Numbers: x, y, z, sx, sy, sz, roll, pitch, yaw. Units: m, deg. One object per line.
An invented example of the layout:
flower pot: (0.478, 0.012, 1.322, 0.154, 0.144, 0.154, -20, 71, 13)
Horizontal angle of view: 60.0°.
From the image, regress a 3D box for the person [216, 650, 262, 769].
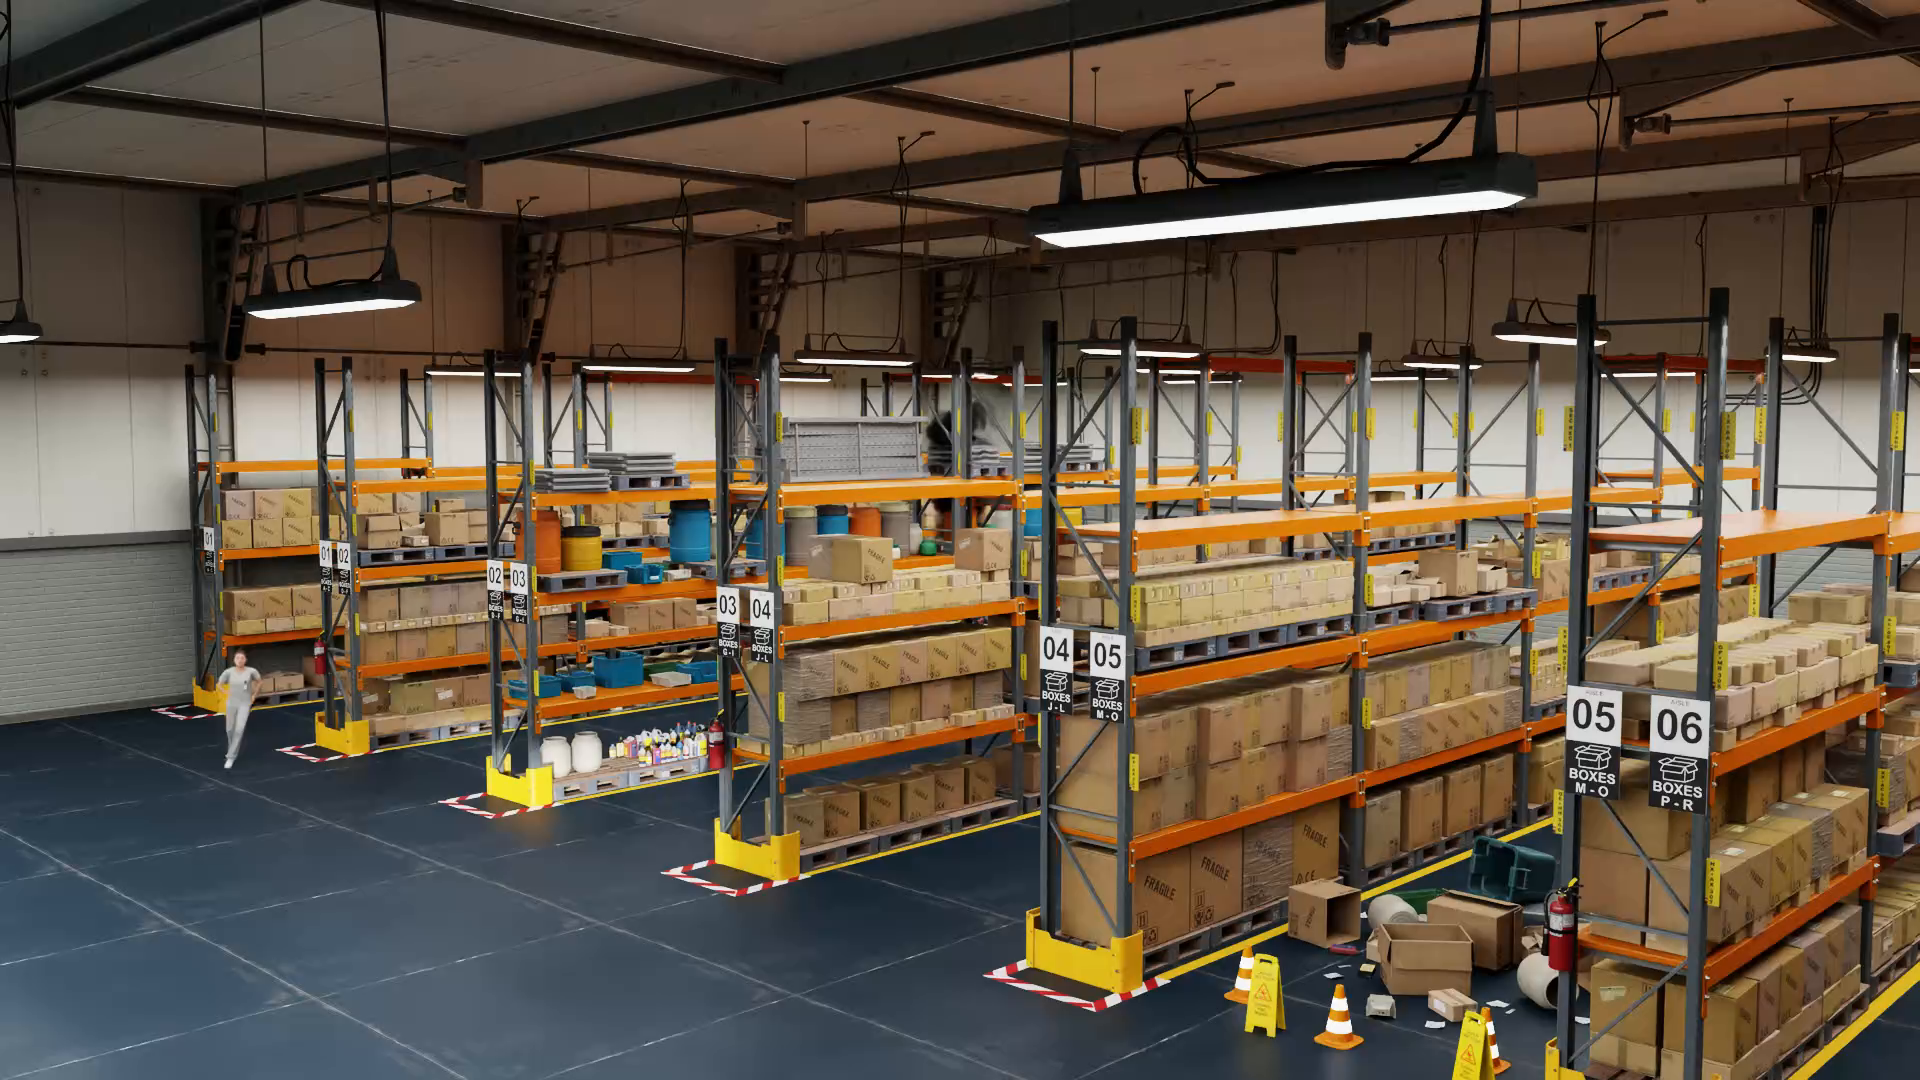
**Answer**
person: (-10.599, 2.558, 24.466, 0.597, 1.465, 0.885, -1, 5, -14)

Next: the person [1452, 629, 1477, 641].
person: (9.368, 1.959, 31.130, 0.608, 1.705, 0.641, -3, 5, -34)
